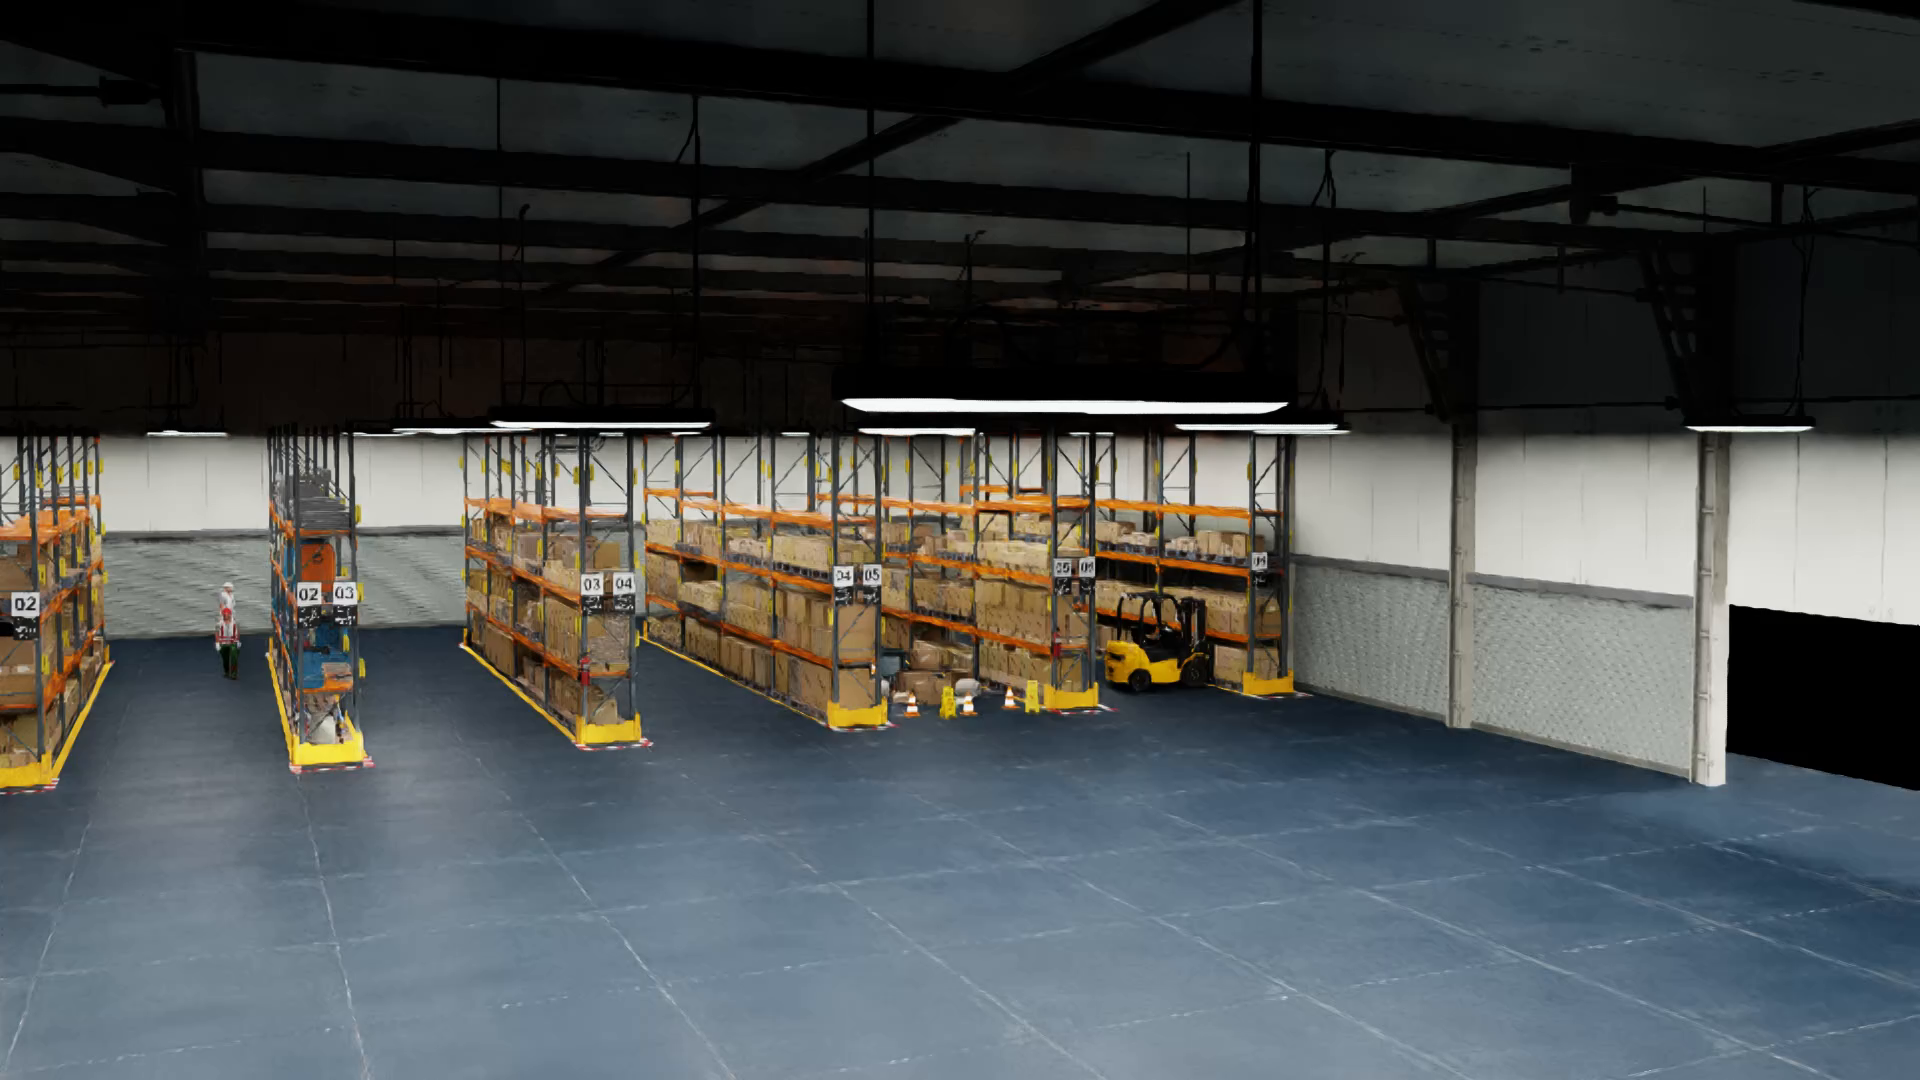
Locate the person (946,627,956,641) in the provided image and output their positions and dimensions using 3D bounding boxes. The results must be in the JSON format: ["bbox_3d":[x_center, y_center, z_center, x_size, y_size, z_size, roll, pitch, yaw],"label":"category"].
[{"bbox_3d":[-0.240,2.106,45.437,0.496,1.660,0.440,2,4,34],"label":"person"}]

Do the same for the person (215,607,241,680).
[{"bbox_3d":[-17.392,2.441,39.501,0.553,1.709,1.123,-1,4,-22],"label":"person"}]

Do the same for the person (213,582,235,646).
[{"bbox_3d":[-20.122,2.045,45.470,0.460,1.780,0.704,0,4,5],"label":"person"}]
